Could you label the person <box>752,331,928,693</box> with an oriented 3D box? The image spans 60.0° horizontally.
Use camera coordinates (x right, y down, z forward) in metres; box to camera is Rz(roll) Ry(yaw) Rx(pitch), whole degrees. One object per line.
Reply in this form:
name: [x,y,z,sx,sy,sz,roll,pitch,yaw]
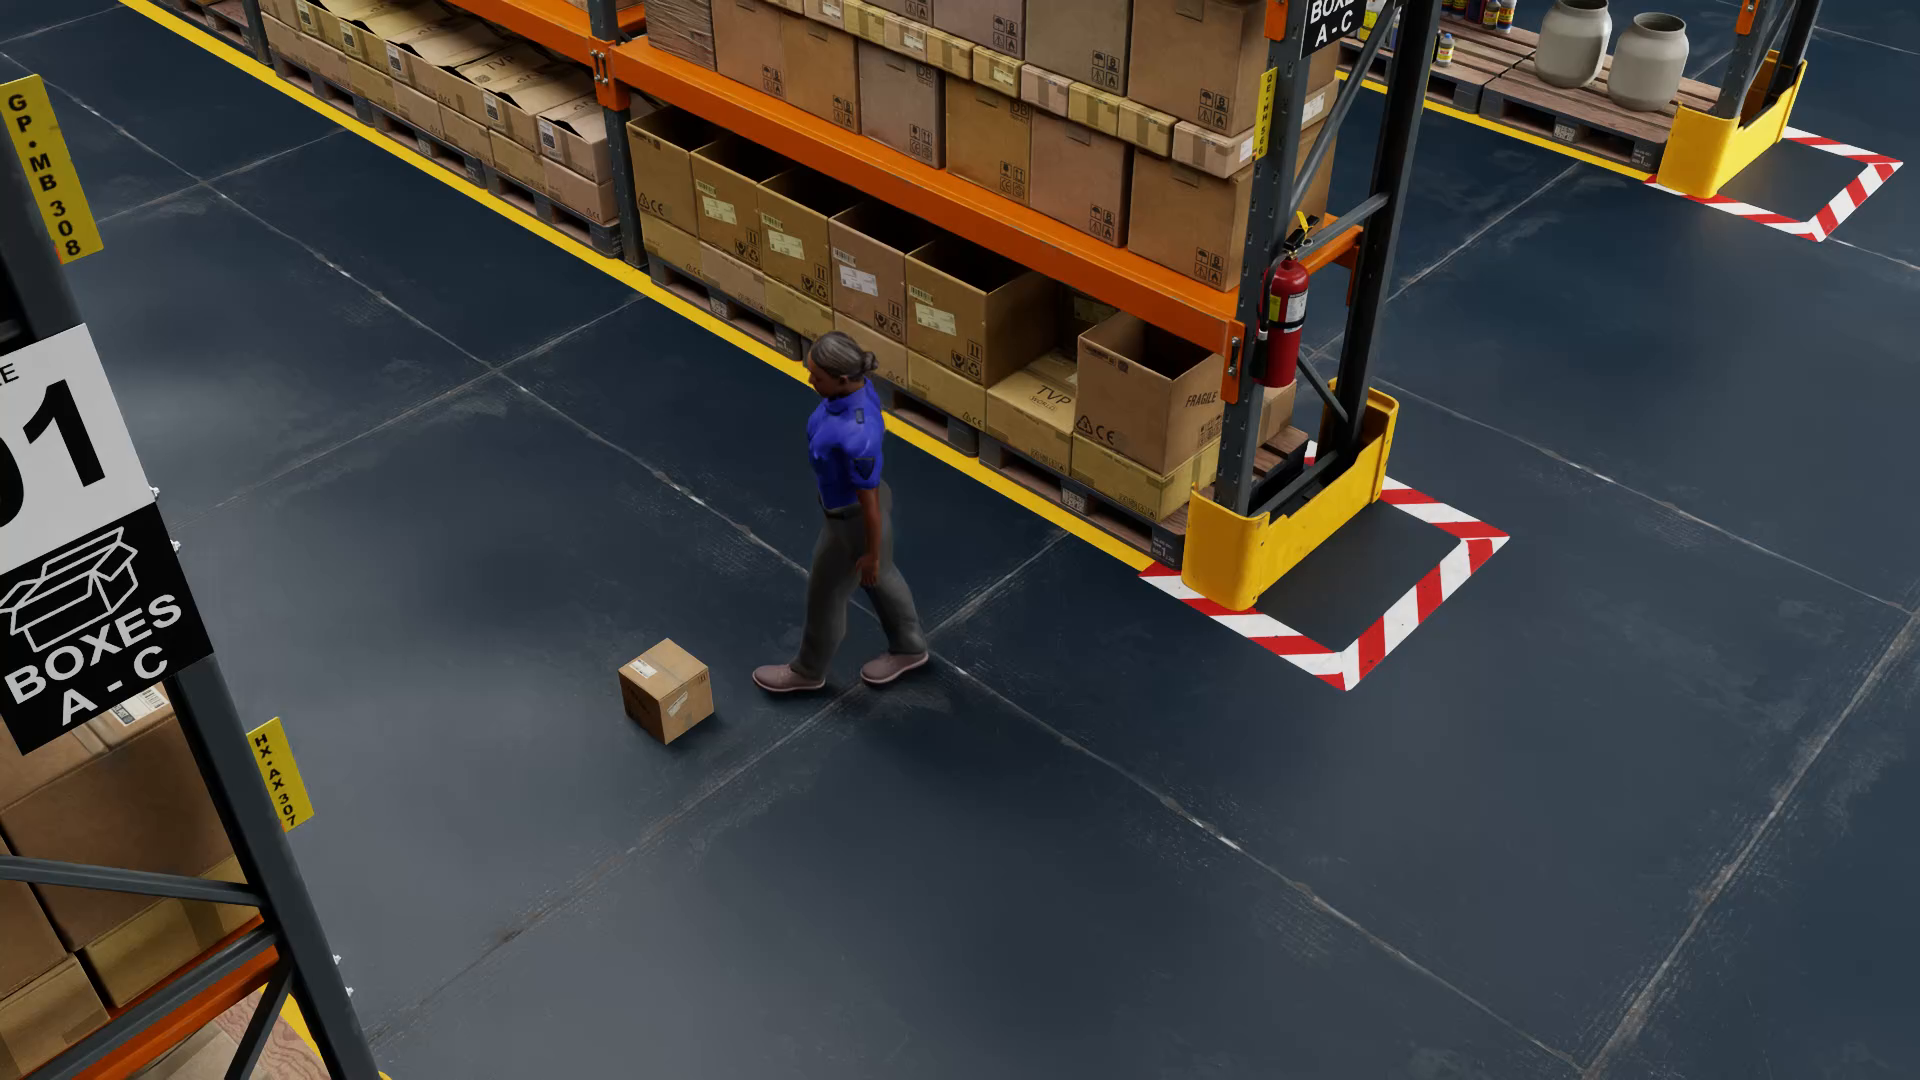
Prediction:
person: [-0.481,-0.076,6.242,0.712,1.641,0.457,-2,40,-2]
